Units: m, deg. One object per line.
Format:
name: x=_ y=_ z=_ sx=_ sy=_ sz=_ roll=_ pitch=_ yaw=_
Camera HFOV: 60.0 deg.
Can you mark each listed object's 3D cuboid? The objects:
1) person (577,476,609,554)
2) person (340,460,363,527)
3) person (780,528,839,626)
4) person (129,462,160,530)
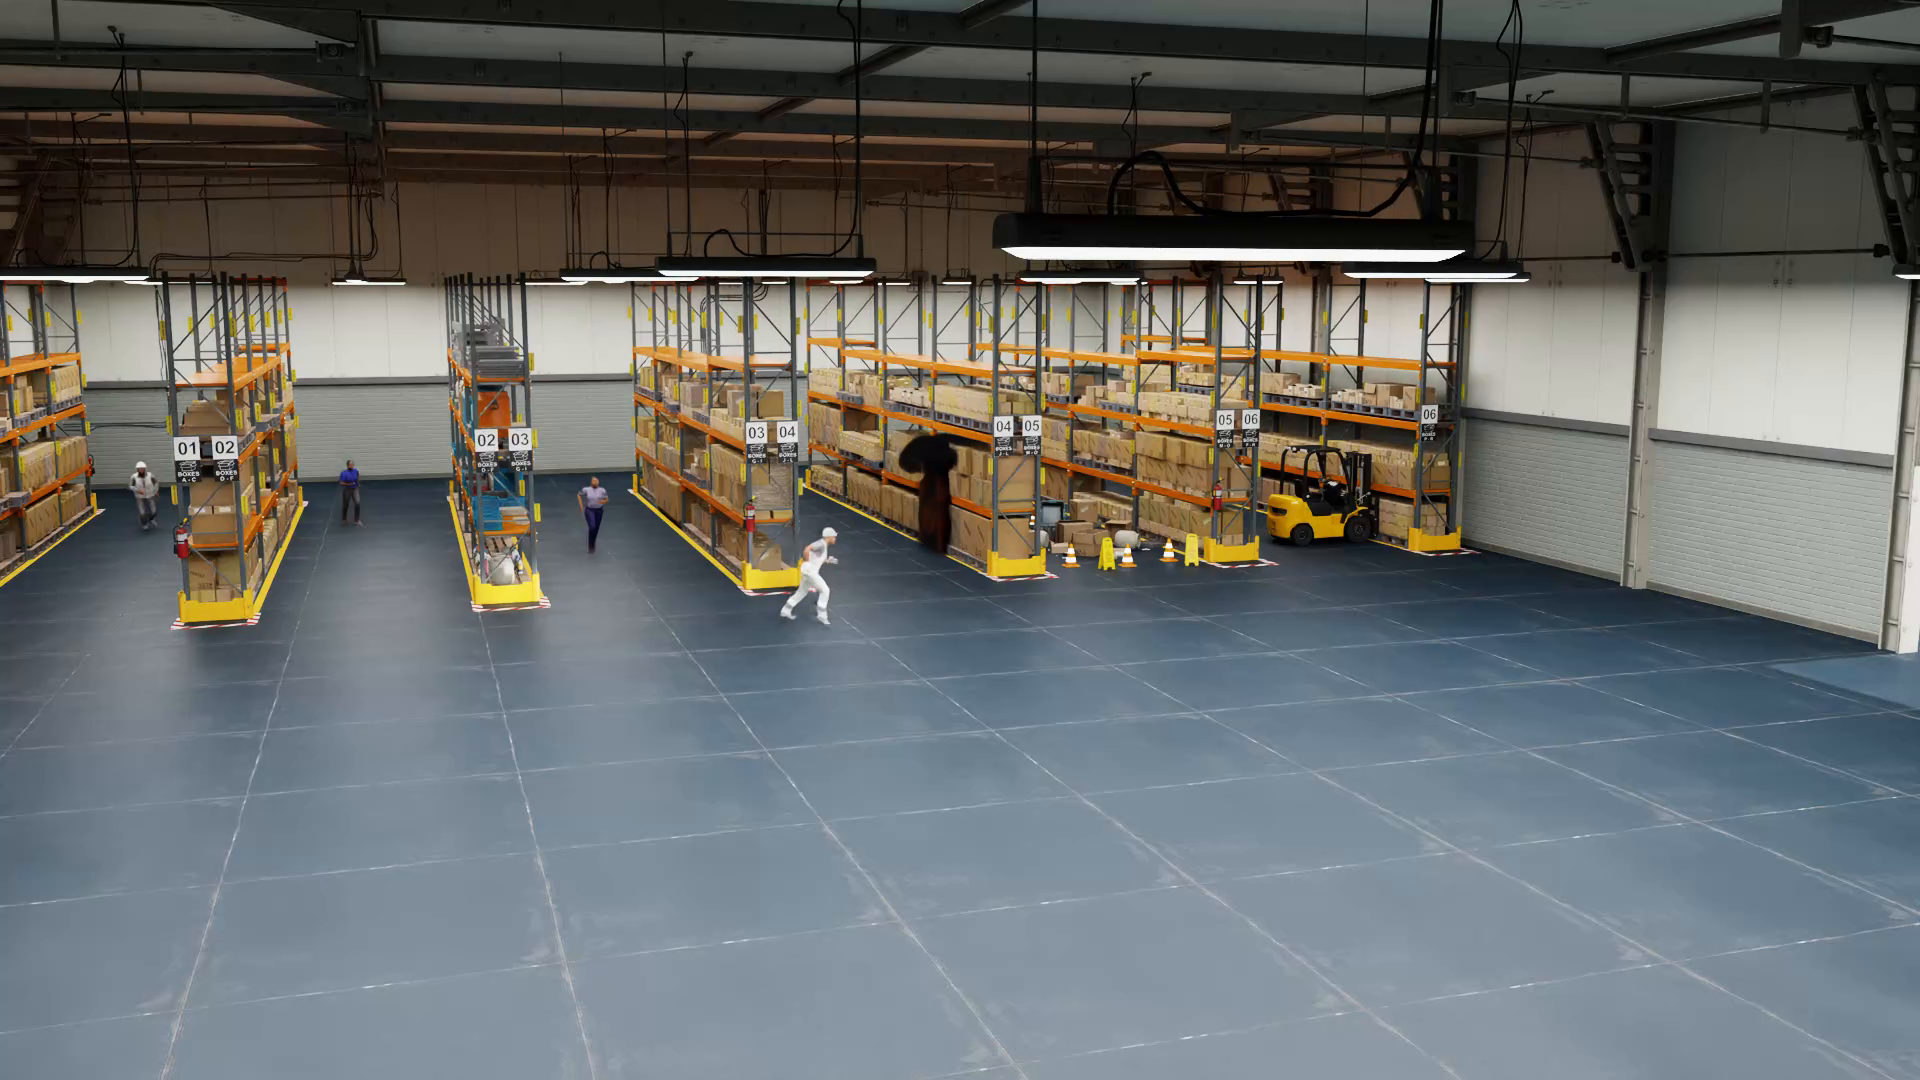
person: x=-8.004 y=-0.559 z=36.387 sx=0.607 sy=1.693 sz=0.683 roll=-5 pitch=10 yaw=-30
person: x=-14.780 y=-1.157 z=40.336 sx=0.590 sy=1.622 sz=0.967 roll=-6 pitch=11 yaw=-36
person: x=-2.583 y=0.646 z=28.432 sx=1.034 sy=1.727 sz=0.712 roll=0 pitch=9 yaw=3
person: x=-19.383 y=-1.049 z=39.534 sx=0.649 sy=1.662 sz=0.748 roll=-5 pitch=10 yaw=-31
